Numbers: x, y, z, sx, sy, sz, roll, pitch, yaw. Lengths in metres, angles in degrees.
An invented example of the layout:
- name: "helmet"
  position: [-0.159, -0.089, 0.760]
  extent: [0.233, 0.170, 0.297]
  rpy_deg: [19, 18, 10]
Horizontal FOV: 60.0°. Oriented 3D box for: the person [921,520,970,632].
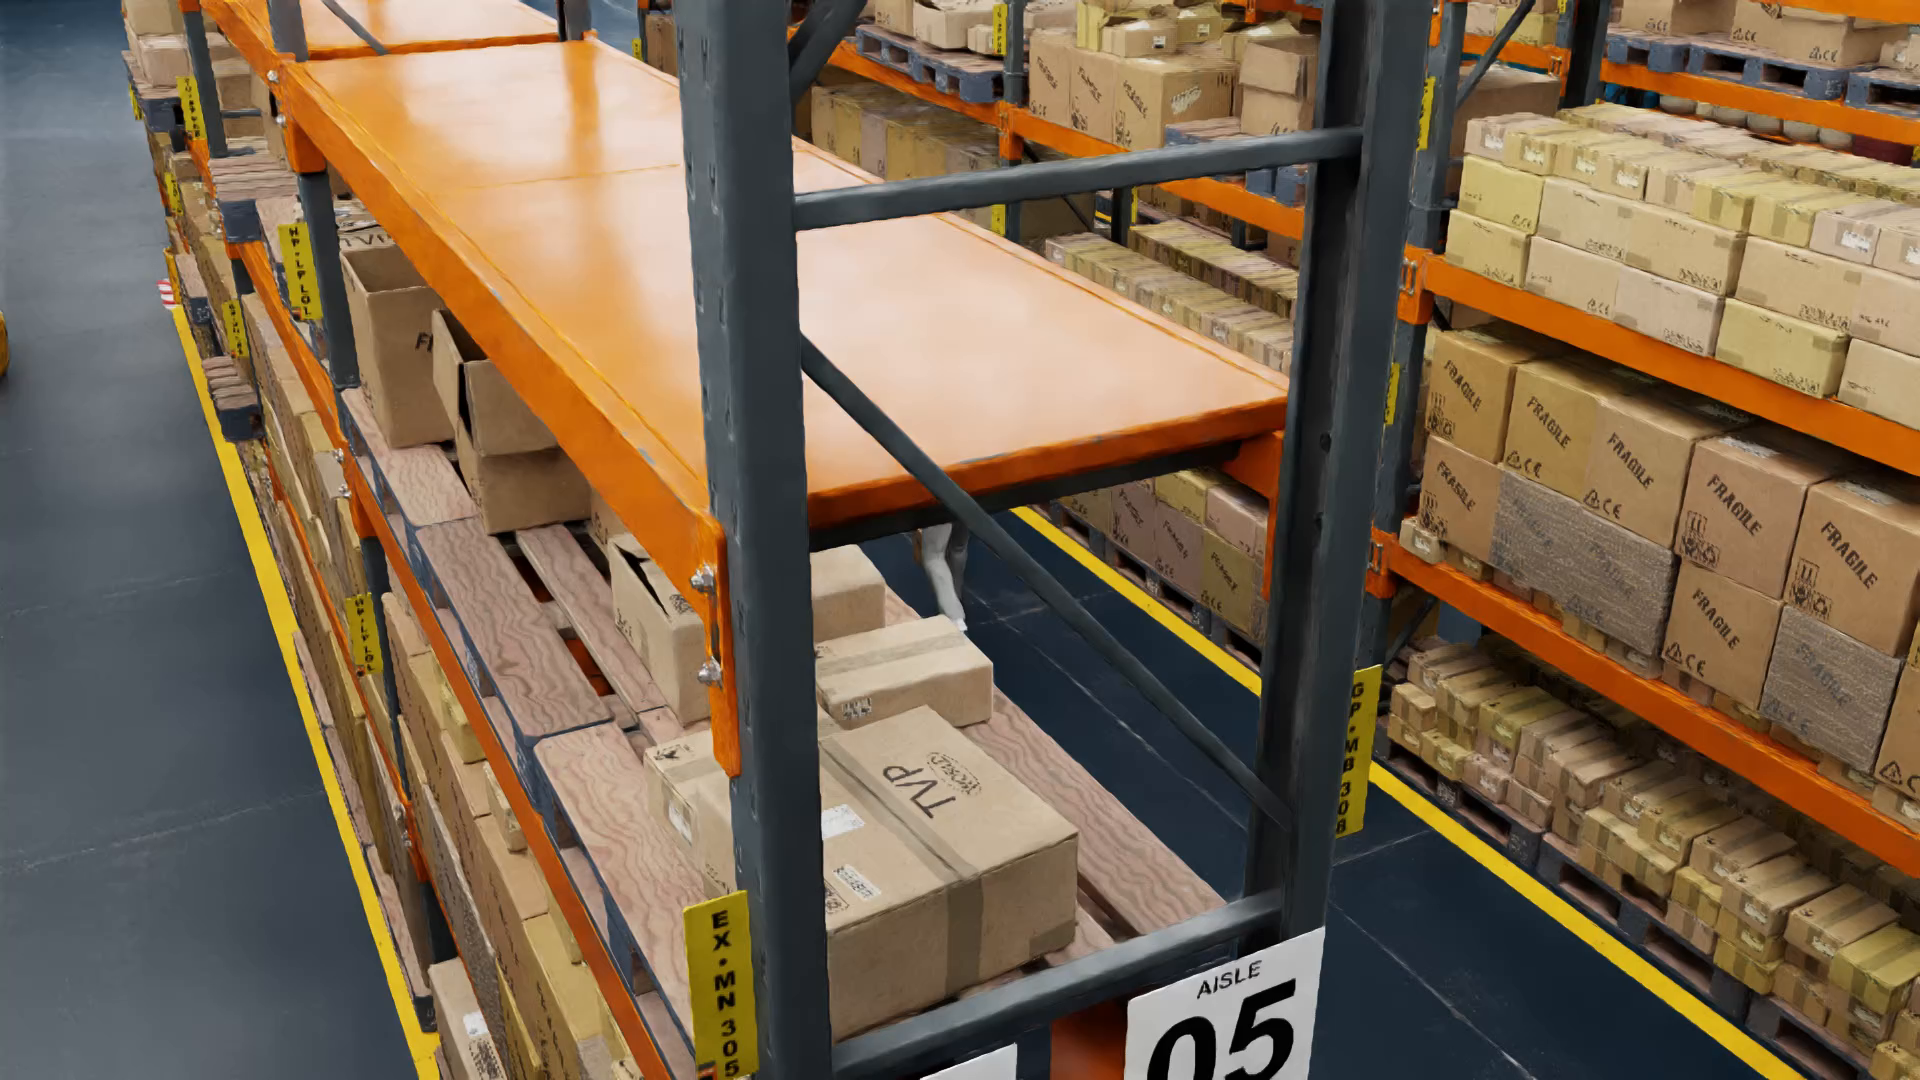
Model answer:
- name: "person"
  position: [-0.041, -0.228, 10.105]
  extent: [0.443, 1.653, 0.922]
  rpy_deg: [-9, 27, -18]
